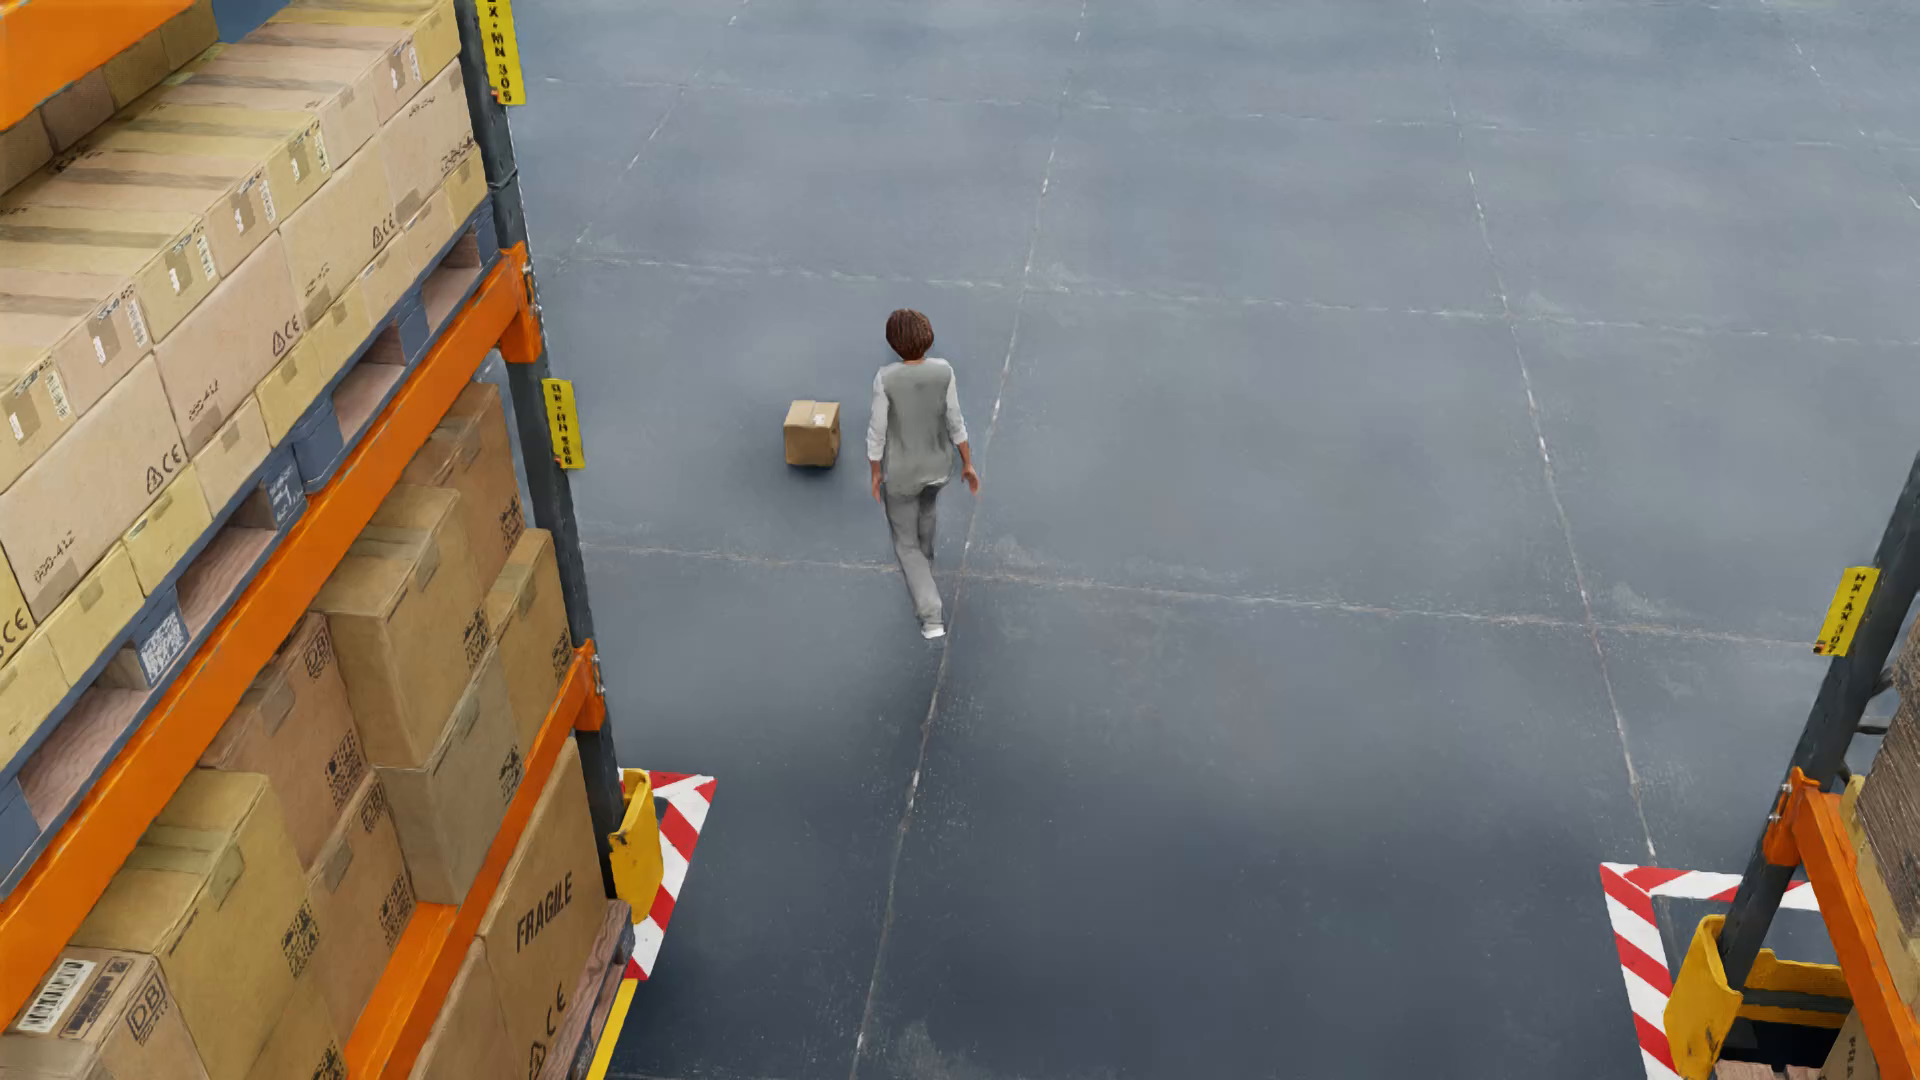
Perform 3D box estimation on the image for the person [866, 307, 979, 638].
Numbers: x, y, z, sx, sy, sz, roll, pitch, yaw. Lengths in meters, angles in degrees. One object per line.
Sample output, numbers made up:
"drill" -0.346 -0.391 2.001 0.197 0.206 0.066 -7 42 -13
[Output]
"person" -0.169 -0.312 7.483 0.490 1.547 0.931 -14 39 -18
